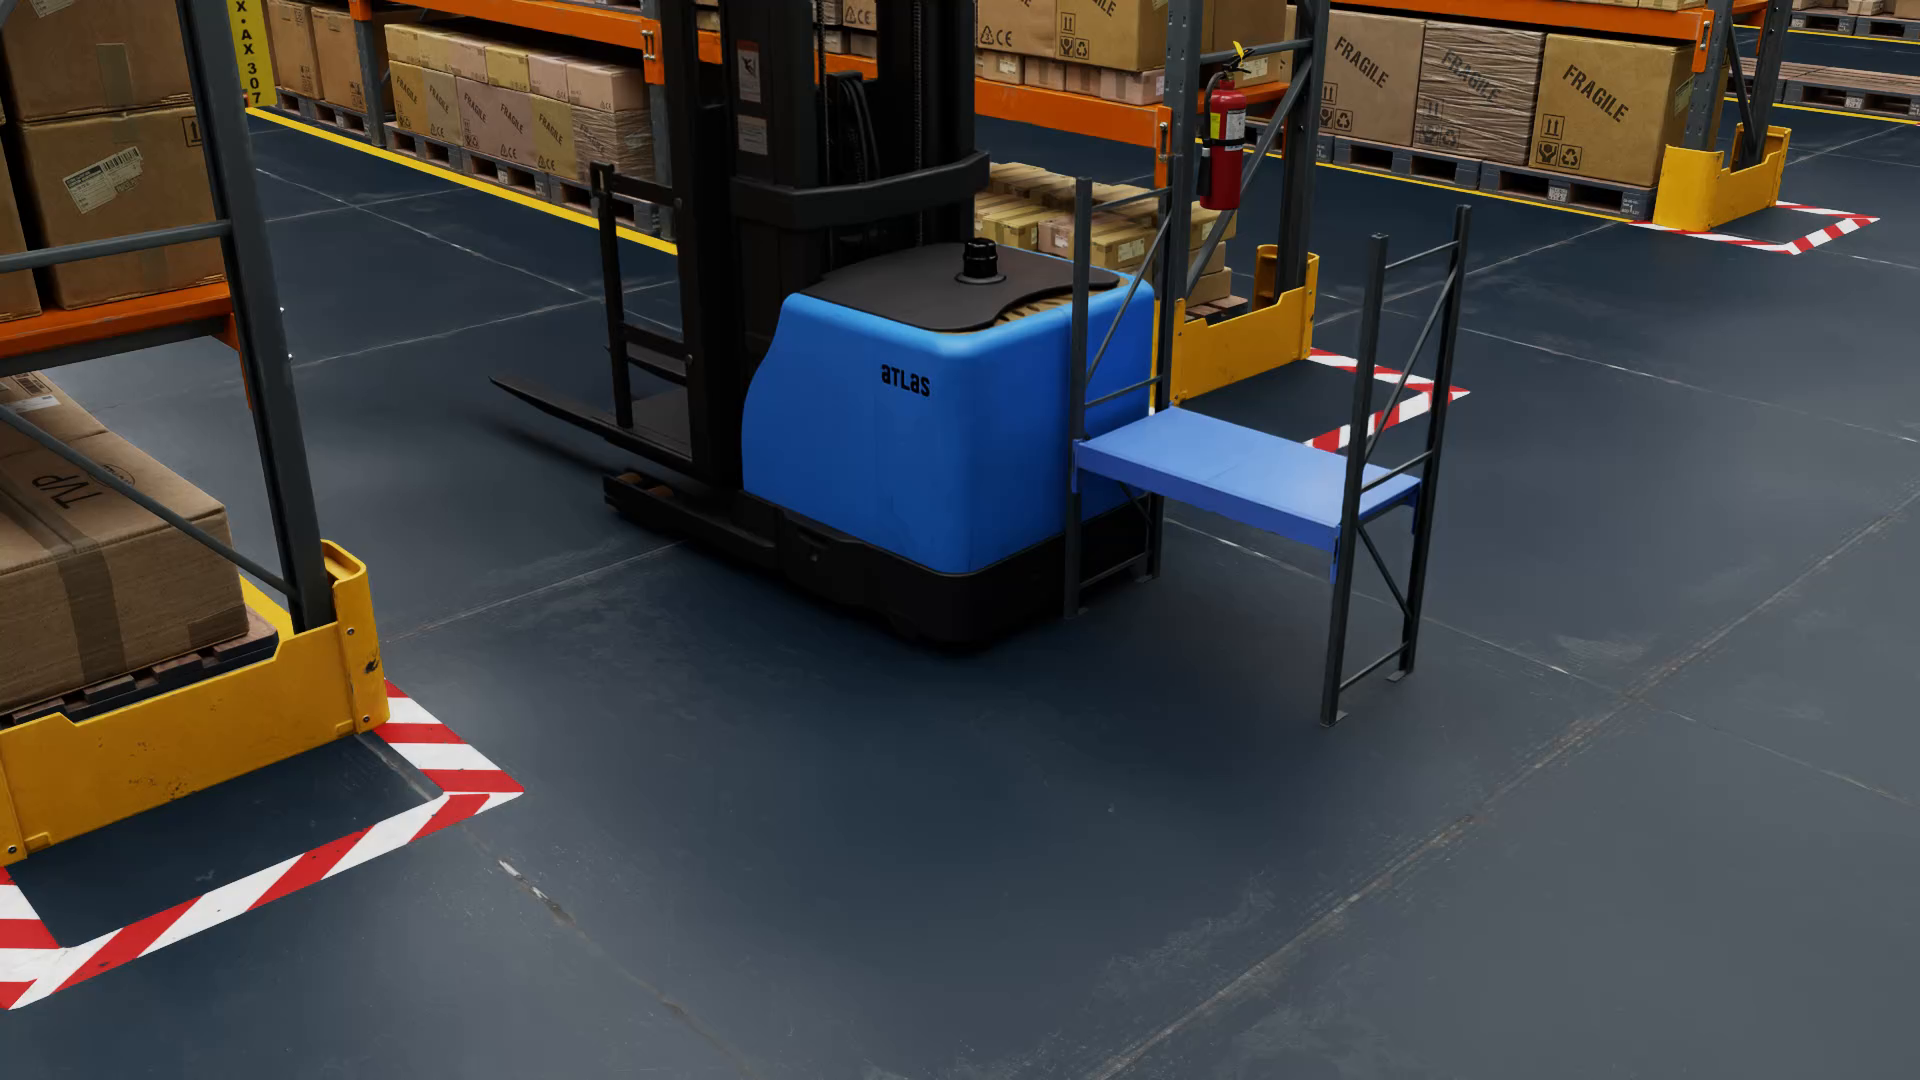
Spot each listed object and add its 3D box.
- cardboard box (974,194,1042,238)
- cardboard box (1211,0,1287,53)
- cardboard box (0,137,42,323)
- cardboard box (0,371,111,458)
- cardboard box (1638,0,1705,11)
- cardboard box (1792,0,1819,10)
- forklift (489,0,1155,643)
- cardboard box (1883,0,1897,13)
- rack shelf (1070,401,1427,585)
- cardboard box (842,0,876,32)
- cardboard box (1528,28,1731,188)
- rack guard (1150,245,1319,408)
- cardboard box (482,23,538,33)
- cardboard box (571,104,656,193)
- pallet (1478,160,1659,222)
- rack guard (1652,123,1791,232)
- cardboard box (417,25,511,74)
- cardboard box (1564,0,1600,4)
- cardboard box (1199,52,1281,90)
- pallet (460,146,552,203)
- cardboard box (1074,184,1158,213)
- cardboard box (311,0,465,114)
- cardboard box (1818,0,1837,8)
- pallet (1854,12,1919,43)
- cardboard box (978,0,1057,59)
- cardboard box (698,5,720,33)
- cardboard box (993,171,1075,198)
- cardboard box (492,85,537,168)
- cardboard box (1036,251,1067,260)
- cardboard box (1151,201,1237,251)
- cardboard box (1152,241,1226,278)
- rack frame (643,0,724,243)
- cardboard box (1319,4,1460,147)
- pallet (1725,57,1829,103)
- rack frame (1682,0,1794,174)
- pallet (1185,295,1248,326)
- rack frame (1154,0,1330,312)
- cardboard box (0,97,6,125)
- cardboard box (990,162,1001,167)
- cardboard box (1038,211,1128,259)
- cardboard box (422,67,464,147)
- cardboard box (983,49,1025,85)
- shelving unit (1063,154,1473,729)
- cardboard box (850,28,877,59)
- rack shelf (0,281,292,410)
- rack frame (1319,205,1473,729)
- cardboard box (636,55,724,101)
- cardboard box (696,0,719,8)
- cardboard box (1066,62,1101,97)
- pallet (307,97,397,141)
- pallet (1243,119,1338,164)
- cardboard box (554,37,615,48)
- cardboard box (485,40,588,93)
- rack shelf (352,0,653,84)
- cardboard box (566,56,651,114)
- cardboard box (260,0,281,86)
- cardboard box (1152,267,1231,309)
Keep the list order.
[{"bbox_3d":[0.198,-1.632,8.425,0.250,0.149,0.380,22,33,40],"label":"cardboard box"},{"bbox_3d":[1.170,-2.543,7.730,0.500,0.500,0.500,-19,31,-36],"label":"cardboard box"},{"bbox_3d":[-2.792,-0.829,4.333,0.500,0.500,0.500,-21,32,-38],"label":"cardboard box"},{"bbox_3d":[-3.425,-0.184,5.621,0.875,0.438,0.875,-20,31,-37],"label":"cardboard box"},{"bbox_3d":[4.481,-3.424,10.444,0.380,0.149,0.250,-20,32,-38],"label":"cardboard box"},{"bbox_3d":[9.594,-6.333,19.228,0.500,0.311,0.500,-21,32,-38],"label":"cardboard box"},{"bbox_3d":[-0.740,-1.510,6.029,3.031,2.935,1.130,22,32,39],"label":"forklift"},{"bbox_3d":[10.574,-6.202,18.941,0.500,0.311,0.500,-21,32,-38],"label":"cardboard box"},{"bbox_3d":[0.902,-0.174,5.258,1.000,0.185,0.538,22,32,39],"label":"rack shelf"},{"bbox_3d":[-0.255,-2.854,8.412,0.500,0.500,0.500,-19,31,-36],"label":"cardboard box"},{"bbox_3d":[4.469,-2.919,11.089,0.875,0.875,0.875,-21,32,-38],"label":"cardboard box"},{"bbox_3d":[1.224,-1.033,7.912,1.175,0.500,0.348,-21,32,-38],"label":"rack guard"},{"bbox_3d":[-3.181,-3.683,12.312,0.500,0.250,0.500,-21,32,-38],"label":"cardboard box"},{"bbox_3d":[-2.148,-2.566,10.766,0.500,0.500,0.500,-22,32,-39],"label":"cardboard box"},{"bbox_3d":[4.361,-2.475,11.421,1.003,0.211,1.213,-21,32,-38],"label":"pallet"},{"bbox_3d":[4.982,-2.379,10.863,1.175,0.500,0.348,-21,32,-38],"label":"rack guard"},{"bbox_3d":[-3.551,-3.535,11.987,0.500,0.250,0.500,-22,32,-39],"label":"cardboard box"},{"bbox_3d":[4.131,-3.579,10.784,0.380,0.149,0.250,-21,32,-38],"label":"cardboard box"},{"bbox_3d":[1.293,-2.224,7.814,0.380,0.149,0.250,-22,32,-39],"label":"cardboard box"},{"bbox_3d":[-2.830,-2.696,11.905,1.003,0.211,1.213,-21,32,-38],"label":"pallet"},{"bbox_3d":[0.810,-1.729,8.639,0.380,0.149,0.250,-21,32,-39],"label":"cardboard box"},{"bbox_3d":[-4.543,-3.949,13.496,1.050,0.750,0.750,-22,32,-39],"label":"cardboard box"},{"bbox_3d":[10.061,-6.516,19.400,0.500,0.500,0.500,-21,32,-38],"label":"cardboard box"},{"bbox_3d":[10.772,-5.698,18.486,1.003,0.211,1.213,-21,32,-38],"label":"pallet"},{"bbox_3d":[0.432,-2.549,7.744,0.500,0.500,0.500,-22,32,-39],"label":"cardboard box"},{"bbox_3d":[-1.273,-3.009,9.535,0.380,0.149,0.250,-20,31,-37],"label":"cardboard box"},{"bbox_3d":[0.398,-1.868,8.942,0.380,0.149,0.250,-20,31,-37],"label":"cardboard box"},{"bbox_3d":[-2.846,-2.878,11.450,0.500,0.500,0.500,-22,33,-40],"label":"cardboard box"},{"bbox_3d":[0.567,-1.350,8.166,0.380,0.149,0.250,-22,33,-40],"label":"cardboard box"},{"bbox_3d":[1.165,-1.567,8.283,0.250,0.149,0.380,22,32,39],"label":"cardboard box"},{"bbox_3d":[1.105,-1.408,8.293,0.380,0.149,0.250,-20,31,-36],"label":"cardboard box"},{"bbox_3d":[-1.458,-3.359,9.999,1.000,3.000,0.127,-21,32,-38],"label":"rack frame"},{"bbox_3d":[3.239,-3.465,12.285,0.875,0.875,0.875,-21,32,-38],"label":"cardboard box"},{"bbox_3d":[7.216,-4.291,15.401,1.003,0.211,1.213,-21,32,-38],"label":"pallet"},{"bbox_3d":[4.965,-3.524,10.360,1.000,3.000,0.127,-21,32,-38],"label":"rack frame"},{"bbox_3d":[0.694,-1.158,8.534,1.003,0.211,1.213,-21,32,-38],"label":"pallet"},{"bbox_3d":[1.275,-2.147,7.343,1.000,3.000,0.127,-21,32,-38],"label":"rack frame"},{"bbox_3d":[-2.772,-1.291,4.142,0.500,0.500,0.500,-20,31,-37],"label":"cardboard box"},{"bbox_3d":[0.010,-2.009,9.252,0.380,0.149,0.250,-21,32,-38],"label":"cardboard box"},{"bbox_3d":[0.599,-1.493,8.121,0.380,0.149,0.250,-20,32,-37],"label":"cardboard box"},{"bbox_3d":[-3.549,-3.187,12.127,0.500,0.500,0.500,-21,32,-38],"label":"cardboard box"},{"bbox_3d":[0.330,-2.280,7.937,0.380,0.149,0.250,-20,31,-37],"label":"cardboard box"},{"bbox_3d":[0.902,-0.338,5.184,1.048,1.500,0.538,22,32,39],"label":"shelving unit"},{"bbox_3d":[-0.351,-2.613,8.666,0.380,0.149,0.250,-20,31,-37],"label":"cardboard box"},{"bbox_3d":[-3.636,-0.991,5.675,1.077,0.370,4.000,-21,32,-38],"label":"rack shelf"},{"bbox_3d":[1.269,-0.192,4.864,0.032,1.500,0.500,22,32,39],"label":"rack frame"},{"bbox_3d":[-1.771,-3.053,10.930,0.500,0.250,0.500,22,33,39],"label":"cardboard box"},{"bbox_3d":[-1.304,-3.318,9.431,0.500,0.500,0.500,-22,32,-39],"label":"cardboard box"},{"bbox_3d":[0.704,-2.138,7.624,0.380,0.149,0.250,-21,32,-39],"label":"cardboard box"},{"bbox_3d":[-4.676,-3.563,13.805,1.003,0.211,1.213,-21,32,-38],"label":"pallet"},{"bbox_3d":[2.694,-3.214,13.042,1.003,0.211,1.213,-21,32,-38],"label":"pallet"},{"bbox_3d":[-2.482,-3.369,11.624,0.500,0.250,0.500,-20,31,-37],"label":"cardboard box"},{"bbox_3d":[-2.865,-3.224,11.305,0.500,0.250,0.500,22,33,39],"label":"cardboard box"},{"bbox_3d":[-2.825,-3.638,11.477,1.077,0.370,4.000,-21,32,-38],"label":"rack shelf"},{"bbox_3d":[-2.152,-2.908,10.613,0.500,0.250,0.500,-22,33,-40],"label":"cardboard box"},{"bbox_3d":[-5.780,-4.495,14.693,1.050,0.750,0.750,-21,32,-38],"label":"cardboard box"},{"bbox_3d":[1.151,-1.291,8.395,0.380,0.149,0.250,-20,32,-37],"label":"cardboard box"}]
